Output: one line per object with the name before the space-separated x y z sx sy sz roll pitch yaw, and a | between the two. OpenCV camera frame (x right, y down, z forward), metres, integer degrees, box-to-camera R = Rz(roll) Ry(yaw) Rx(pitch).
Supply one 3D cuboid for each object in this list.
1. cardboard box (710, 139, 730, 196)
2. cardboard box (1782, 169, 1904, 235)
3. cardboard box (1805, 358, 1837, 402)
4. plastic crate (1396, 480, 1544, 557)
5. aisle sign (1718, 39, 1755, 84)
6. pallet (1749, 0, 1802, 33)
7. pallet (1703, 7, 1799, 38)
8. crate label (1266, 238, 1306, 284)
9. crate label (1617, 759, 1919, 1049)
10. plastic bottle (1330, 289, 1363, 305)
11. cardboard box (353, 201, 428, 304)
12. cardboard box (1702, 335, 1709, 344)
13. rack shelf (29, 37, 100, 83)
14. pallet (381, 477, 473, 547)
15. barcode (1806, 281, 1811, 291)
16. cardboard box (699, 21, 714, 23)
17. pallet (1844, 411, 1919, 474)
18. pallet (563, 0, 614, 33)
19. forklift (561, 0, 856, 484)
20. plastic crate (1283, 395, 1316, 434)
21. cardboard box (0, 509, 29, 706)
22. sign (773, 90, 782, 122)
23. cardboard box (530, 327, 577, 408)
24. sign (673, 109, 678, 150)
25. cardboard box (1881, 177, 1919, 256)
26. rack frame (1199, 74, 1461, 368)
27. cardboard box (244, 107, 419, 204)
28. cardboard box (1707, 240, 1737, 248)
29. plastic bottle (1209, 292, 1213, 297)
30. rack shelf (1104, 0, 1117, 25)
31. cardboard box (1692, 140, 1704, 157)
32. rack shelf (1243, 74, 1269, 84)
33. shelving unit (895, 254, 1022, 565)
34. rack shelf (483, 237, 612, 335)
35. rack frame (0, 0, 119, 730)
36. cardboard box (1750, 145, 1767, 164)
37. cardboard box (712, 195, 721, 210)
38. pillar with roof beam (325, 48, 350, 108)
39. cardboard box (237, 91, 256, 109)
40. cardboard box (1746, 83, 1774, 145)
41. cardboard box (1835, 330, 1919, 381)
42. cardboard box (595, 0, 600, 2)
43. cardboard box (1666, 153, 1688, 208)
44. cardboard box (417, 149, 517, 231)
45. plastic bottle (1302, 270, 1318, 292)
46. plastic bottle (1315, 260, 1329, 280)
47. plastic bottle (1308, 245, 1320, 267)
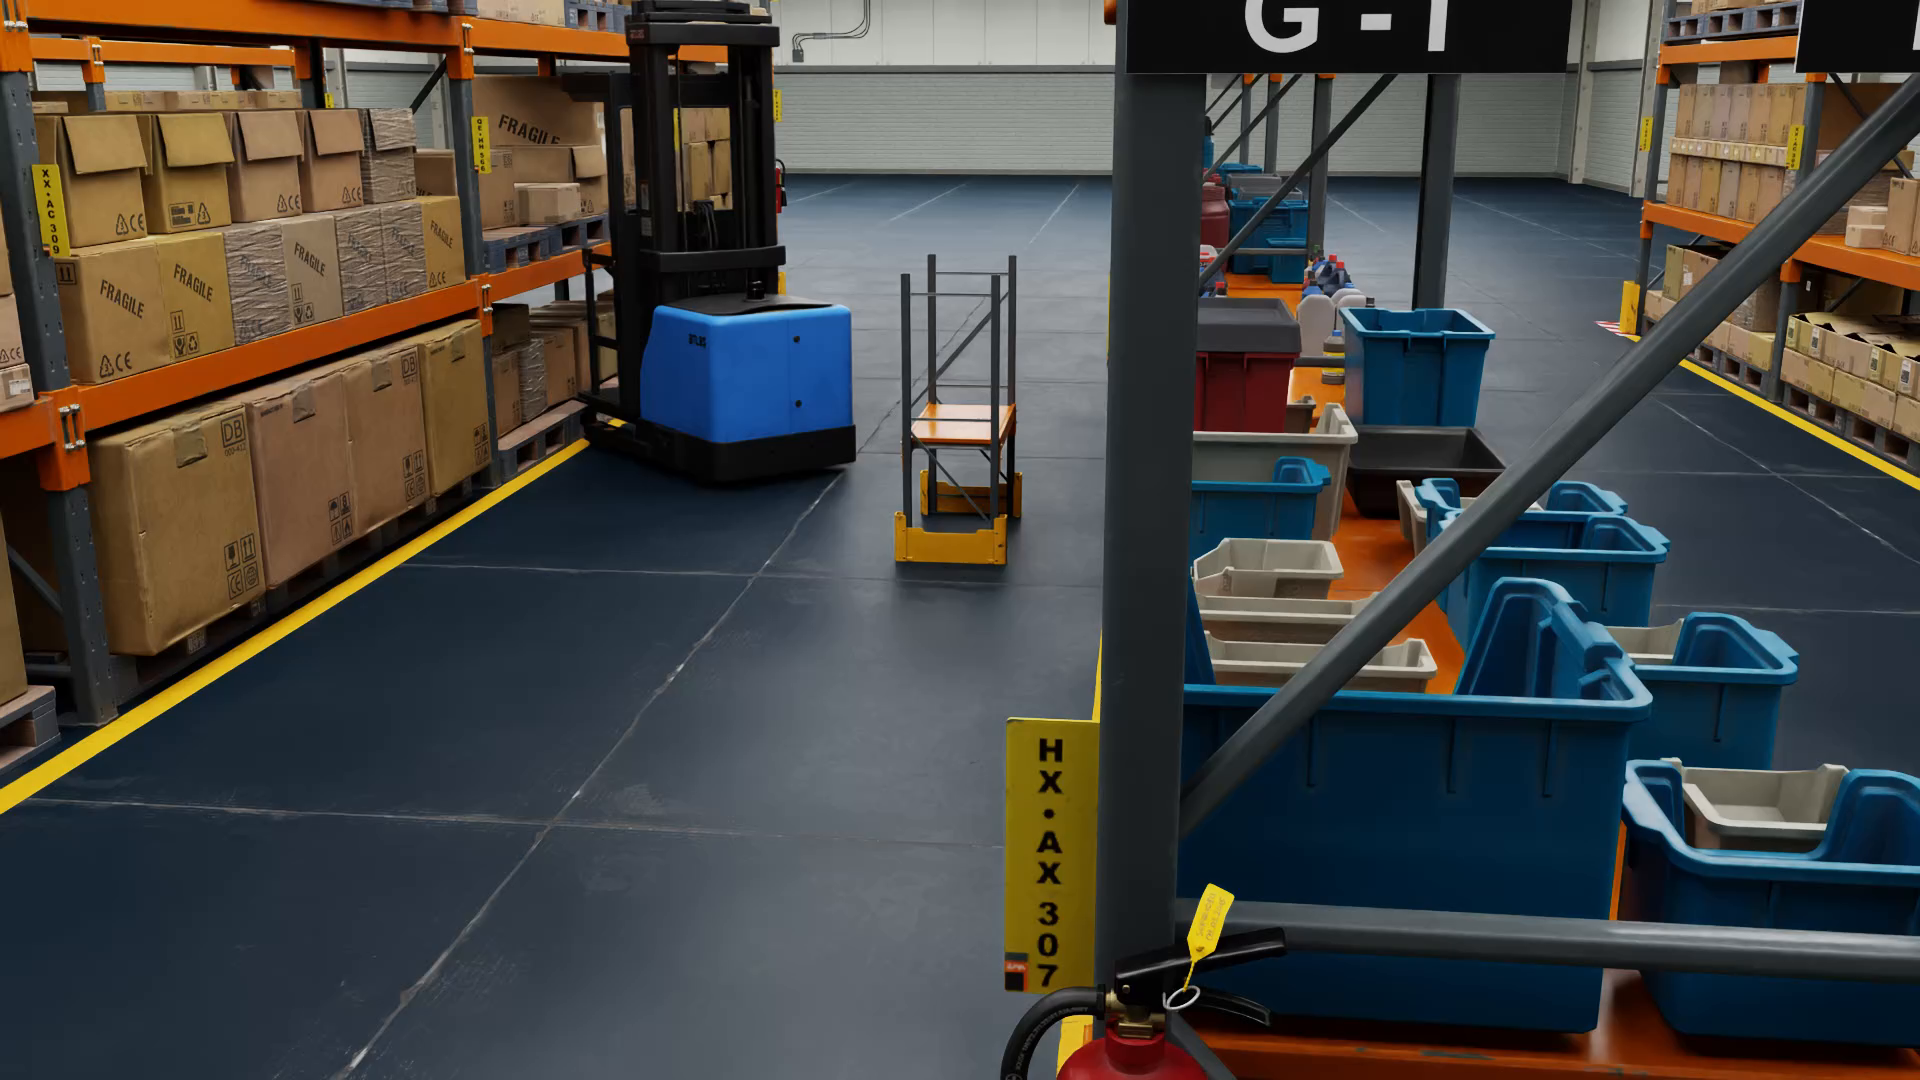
cardboard box | -2.662 -3.515 15.654 0.875 0.500 0.500 2 15 6
cardboard box | 6.967 -2.690 13.170 0.700 0.500 0.500 1 15 5
cardboard box | 6.573 -1.172 12.211 0.500 0.250 0.500 2 15 8
plastic crate | 1.202 -0.039 3.951 0.293 0.136 0.466 2 15 6
aisle sign | 7.674 -4.827 16.286 0.394 0.787 0.004 2 15 6
pallet | 6.994 -4.153 13.198 1.003 0.211 1.213 2 15 6
pallet | 7.134 -4.469 14.365 1.003 0.211 1.213 2 15 6
crate label | 1.971 -1.653 9.849 0.303 0.233 0.416 2 15 6
crate label | 1.003 0.437 2.005 0.416 0.233 0.303 2 15 6
plastic bottle | 1.661 -0.947 7.156 0.152 0.276 0.135 2 15 6
cardboard box | -3.242 -1.565 9.012 0.500 0.500 0.500 2 15 6
cardboard box | 6.922 -1.917 14.969 0.500 0.250 0.500 2 15 6
rack shelf | -8.062 -3.573 12.261 1.077 0.370 4.000 2 15 6
pallet | -3.534 -0.233 9.619 1.003 0.211 1.213 2 15 6
barcode | 6.481 -1.941 12.701 0.001 0.075 0.075 2 15 6
cardboard box | -2.493 -4.569 14.855 0.500 0.250 0.500 1 15 4
pallet | 6.744 -0.670 11.237 1.003 0.211 1.213 2 15 6
pallet | -3.209 -3.750 11.897 1.213 0.211 1.003 2 15 6
forklift | -1.961 -2.092 11.283 1.130 2.935 3.031 -11 19 -35
plastic crate | 0.905 -0.383 5.223 0.396 0.136 0.243 2 15 6
cardboard box | -3.976 0.248 5.765 0.875 0.875 0.875 2 15 6
sign | -1.919 -4.546 17.405 0.100 0.325 0.005 2 15 6
cardboard box | -3.208 -1.253 11.995 0.700 0.500 0.500 3 15 11
sign | -2.367 -3.362 13.632 0.100 0.325 0.005 2 15 6
cardboard box | 6.761 -2.239 11.504 0.500 0.500 0.500 3 15 10
rack frame | 1.099 -0.598 5.627 1.000 3.000 0.127 2 15 6
cardboard box | -3.469 -2.125 9.160 0.797 0.503 0.637 2 15 8
cardboard box | 7.610 -2.653 16.253 0.500 0.500 0.500 2 15 6
plastic bottle | 1.062 -0.909 7.025 0.097 0.271 0.097 0 15 0
rack shelf | 0.874 -1.180 3.411 1.077 0.370 4.000 2 15 6
cardboard box | 7.029 -3.631 15.409 0.380 0.149 0.250 1 15 5
rack shelf | 2.228 -4.292 14.921 1.077 0.370 4.000 2 15 6
shelving unit | 0.009 -0.744 9.039 0.587 1.500 1.083 2 15 6
rack shelf | -3.145 -1.953 12.015 1.077 0.370 4.000 2 15 6
rack frame | -3.822 -0.744 6.167 1.000 3.000 0.127 2 15 6
cardboard box | 6.858 -3.228 13.919 0.380 0.149 0.250 2 15 6
cardboard box | -2.440 -3.134 15.486 0.380 0.149 0.250 2 15 6
pillar with roof beam | -11.235 -13.133 40.491 9.100 9.000 0.400 2 15 6
cardboard box | -7.634 -4.240 16.742 0.875 0.550 0.550 2 15 6
cardboard box | 7.080 -3.577 13.966 0.700 0.500 0.500 2 15 6
cardboard box | 6.510 -1.308 11.643 0.500 0.311 0.500 1 15 4
cardboard box | -2.926 -4.158 12.499 0.396 0.266 0.258 2 15 8
cardboard box | 7.309 -3.491 16.134 0.700 0.500 0.500 2 15 6
cardboard box | -3.386 -2.321 11.004 0.700 0.500 0.500 4 16 15
plastic bottle | 1.636 -1.122 7.787 0.061 0.283 0.133 2 15 6
plastic bottle | 1.828 -1.266 8.343 0.097 0.271 0.097 0 15 0
plastic bottle | 1.929 -1.462 9.044 0.061 0.283 0.133 2 15 6
